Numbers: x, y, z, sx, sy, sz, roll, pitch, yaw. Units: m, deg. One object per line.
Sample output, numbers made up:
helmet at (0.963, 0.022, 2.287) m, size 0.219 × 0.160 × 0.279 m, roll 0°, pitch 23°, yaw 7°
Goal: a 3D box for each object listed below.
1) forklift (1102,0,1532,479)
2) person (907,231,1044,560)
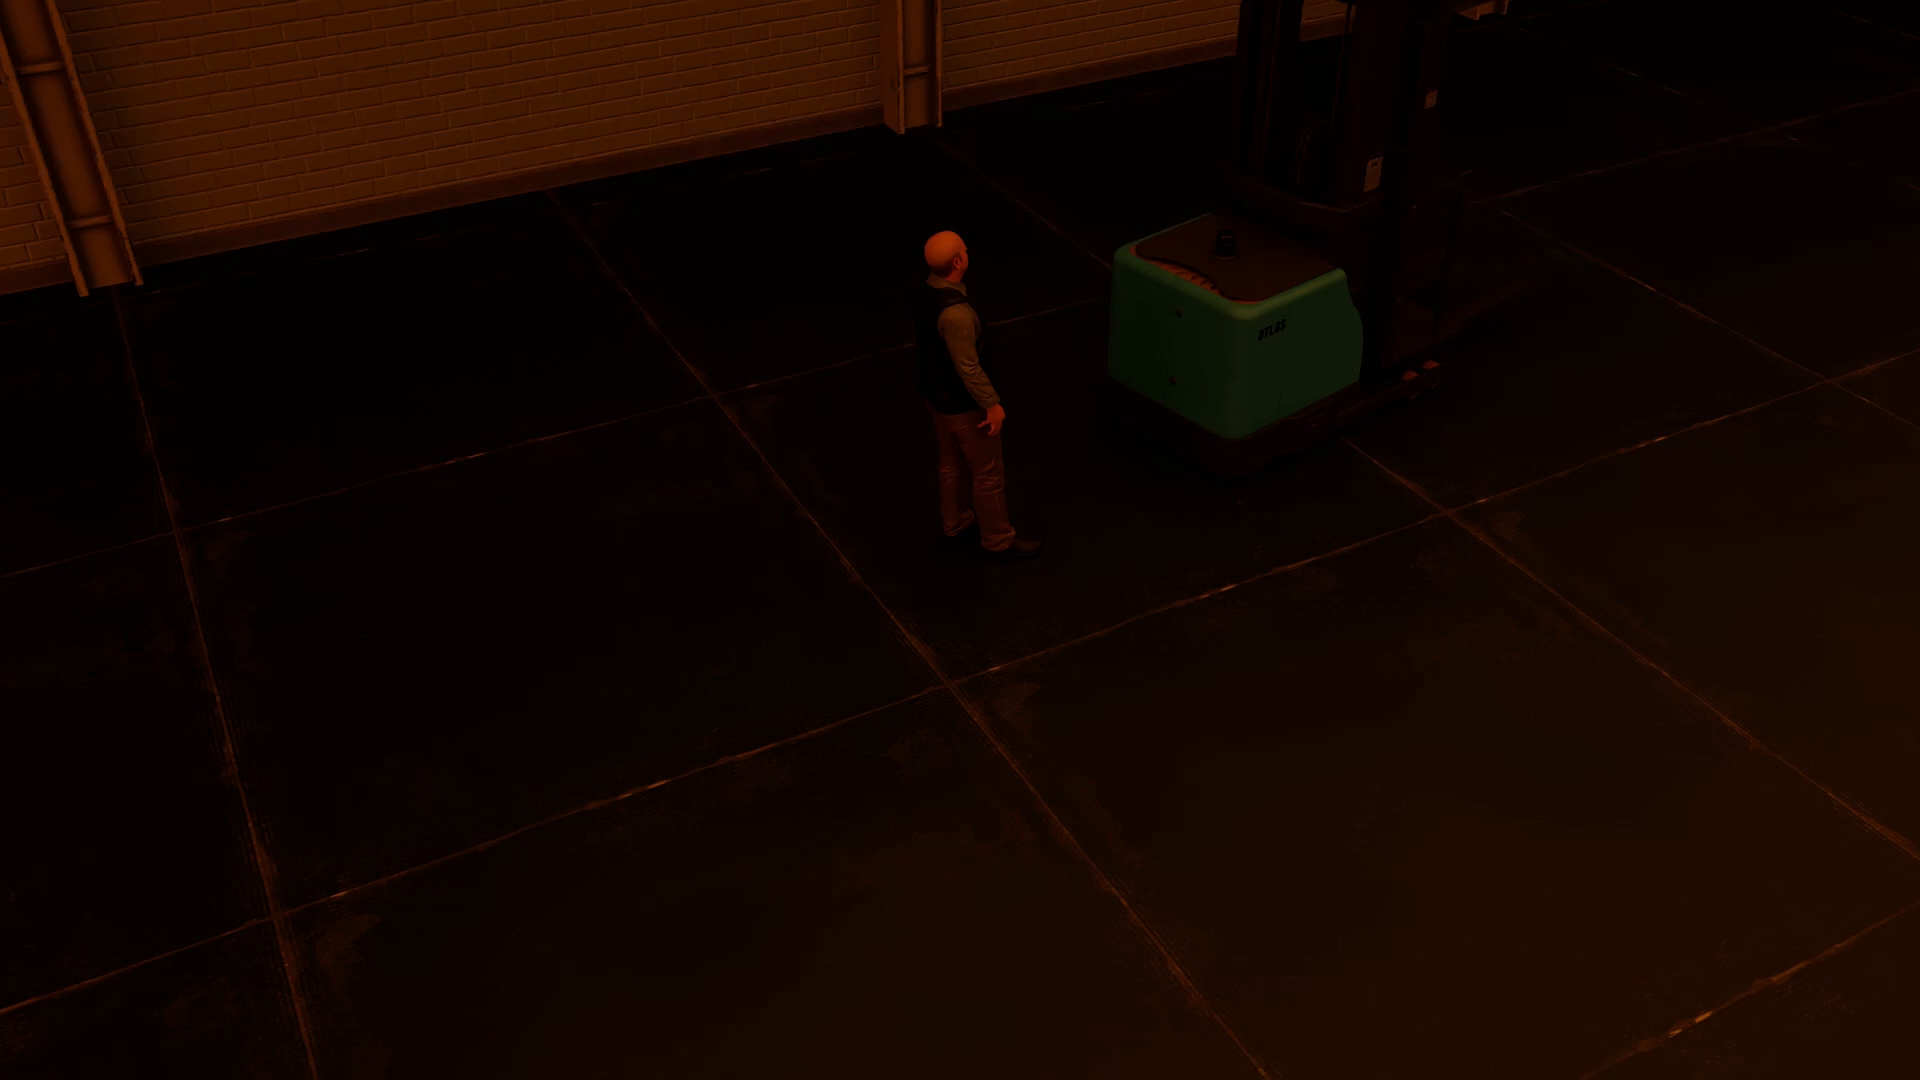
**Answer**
forklift at (2.273, -2.238, 9.289) m, size 3.031 × 2.935 × 1.130 m, roll -26°, pitch 43°, yaw -32°
person at (0.059, -0.723, 8.180) m, size 0.566 × 1.722 × 0.634 m, roll -17°, pitch 39°, yaw -23°
